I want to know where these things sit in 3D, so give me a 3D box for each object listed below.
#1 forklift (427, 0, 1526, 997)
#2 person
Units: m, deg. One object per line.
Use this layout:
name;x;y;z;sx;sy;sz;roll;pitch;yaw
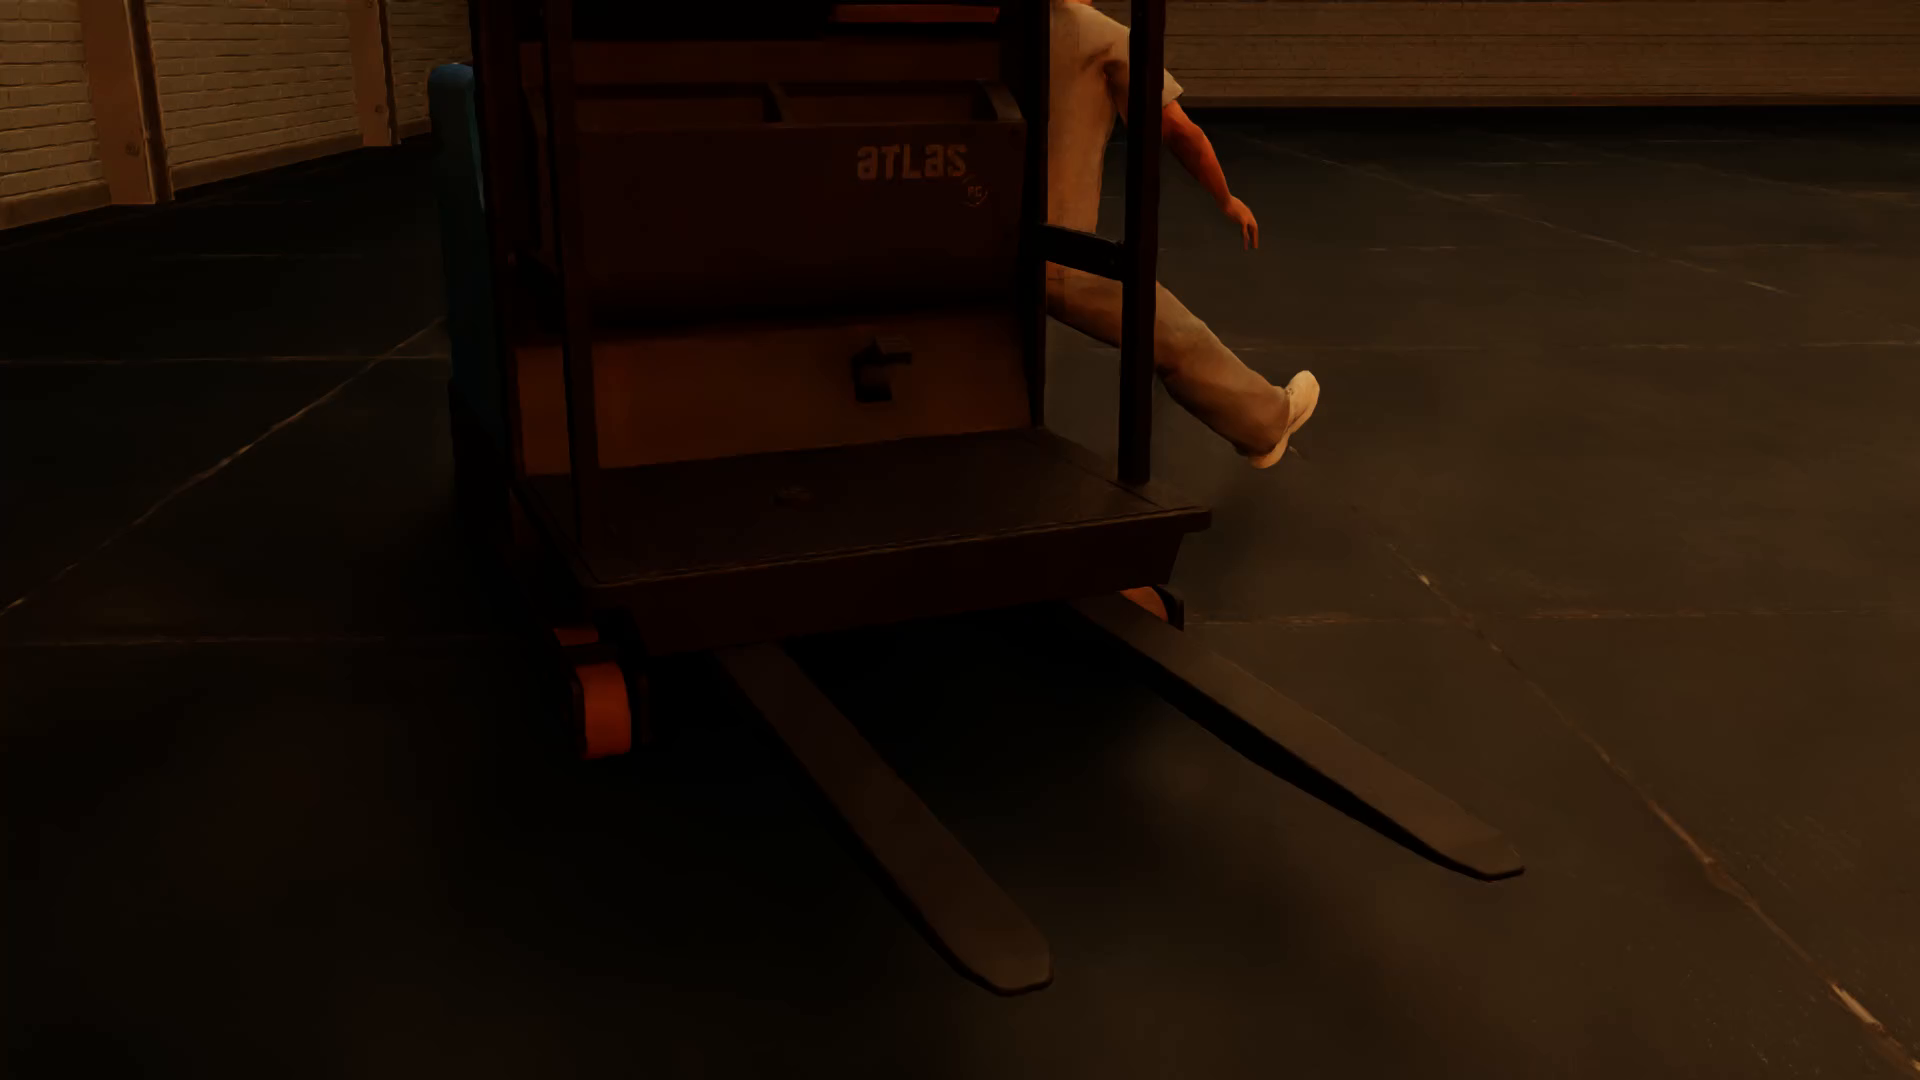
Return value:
forklift;-0.243;-1.179;2.763;1.130;2.935;3.031;-7;18;-22
person;0.248;-0.762;4.060;0.983;1.376;1.084;11;20;31
